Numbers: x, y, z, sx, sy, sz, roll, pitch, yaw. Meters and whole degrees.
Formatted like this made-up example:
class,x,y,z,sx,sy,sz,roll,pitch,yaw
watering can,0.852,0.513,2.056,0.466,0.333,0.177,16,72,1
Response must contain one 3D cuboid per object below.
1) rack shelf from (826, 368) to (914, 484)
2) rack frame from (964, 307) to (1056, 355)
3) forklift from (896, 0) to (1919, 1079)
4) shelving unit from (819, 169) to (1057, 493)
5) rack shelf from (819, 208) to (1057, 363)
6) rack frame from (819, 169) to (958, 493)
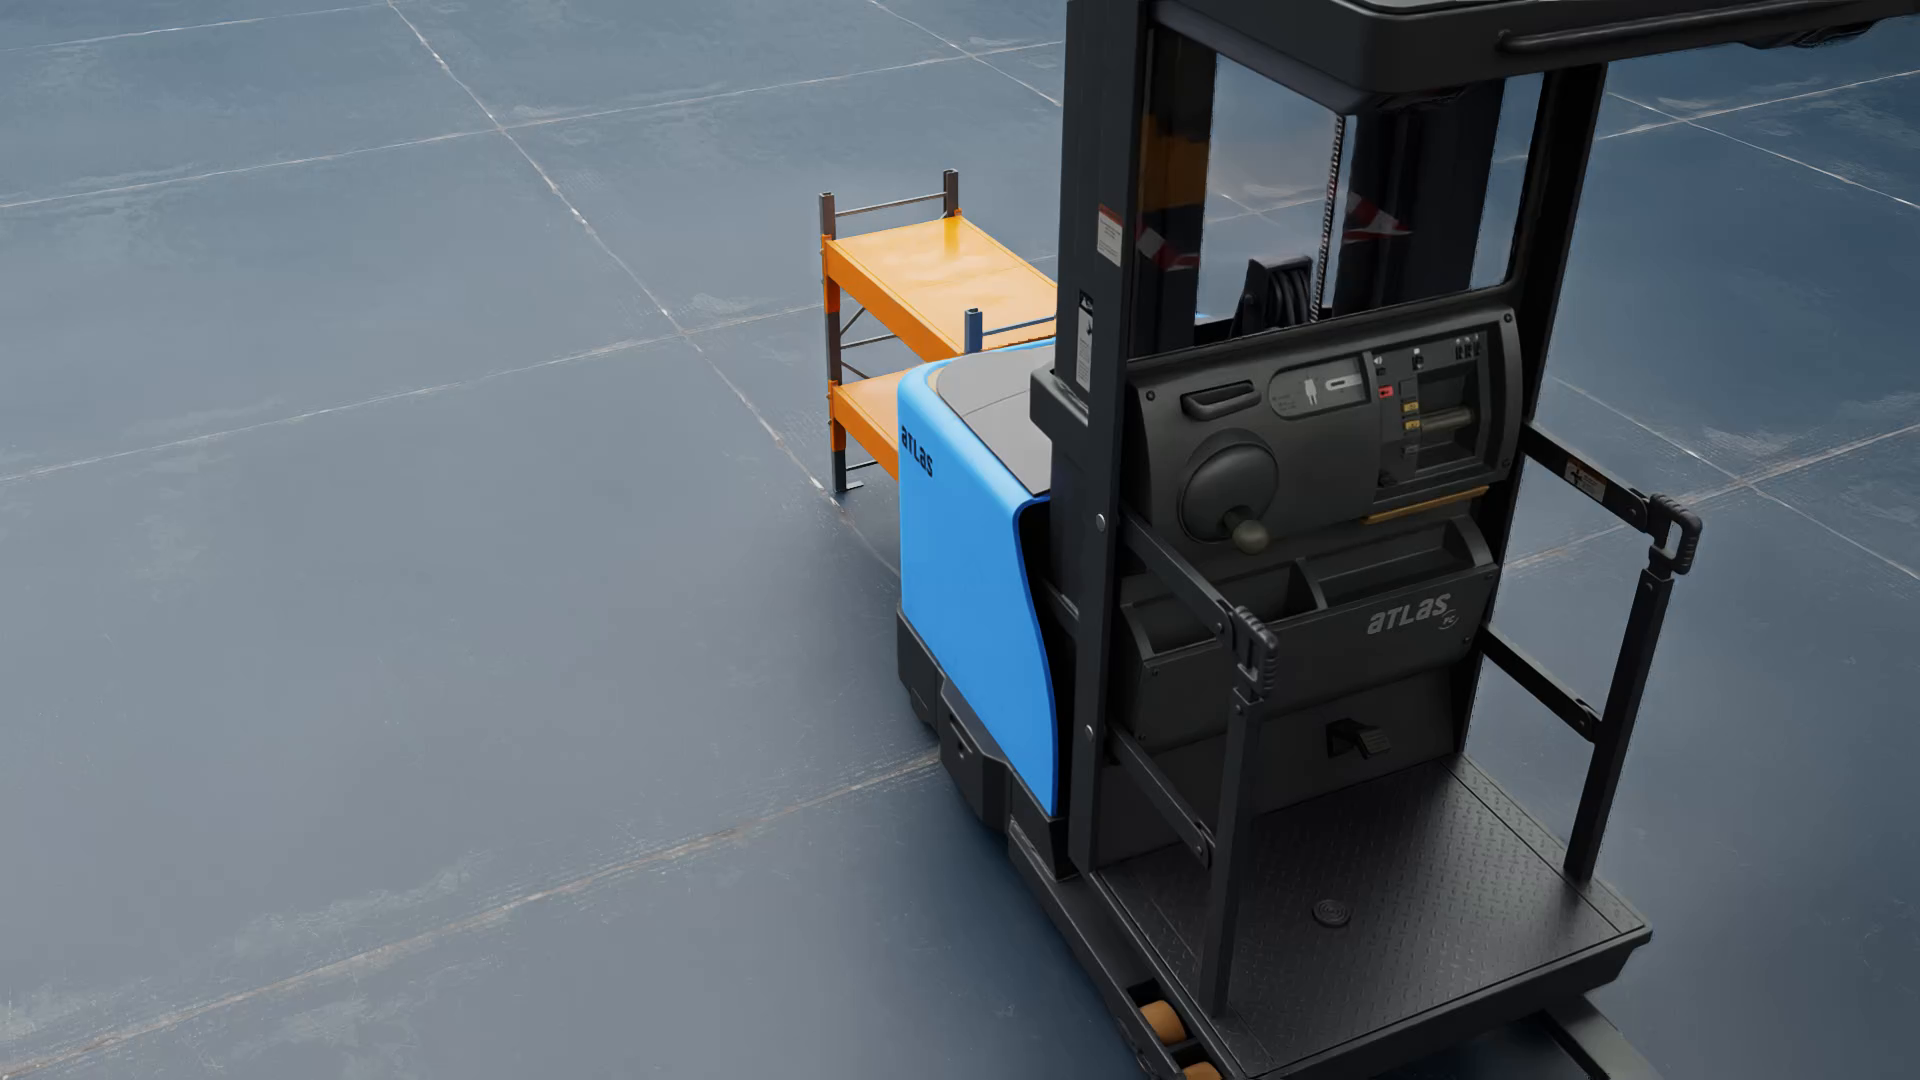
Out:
class,x,y,z,sx,sy,sz,roll,pitch,yaw
rack shelf,0.003,-0.265,5.573,0.538,0.278,1.000,-16,36,-23
rack frame,0.240,-0.228,5.063,0.500,1.125,0.032,-16,36,-23
forklift,0.876,-0.177,3.309,1.130,2.935,3.031,-14,35,-20
shelving unit,0.003,-0.470,5.442,0.538,1.125,1.048,-16,36,-23
rack shelf,0.003,-0.717,5.284,0.538,0.278,1.000,-16,36,-23
rack frame,-0.234,-0.713,5.820,0.500,1.125,0.032,-16,36,-23
